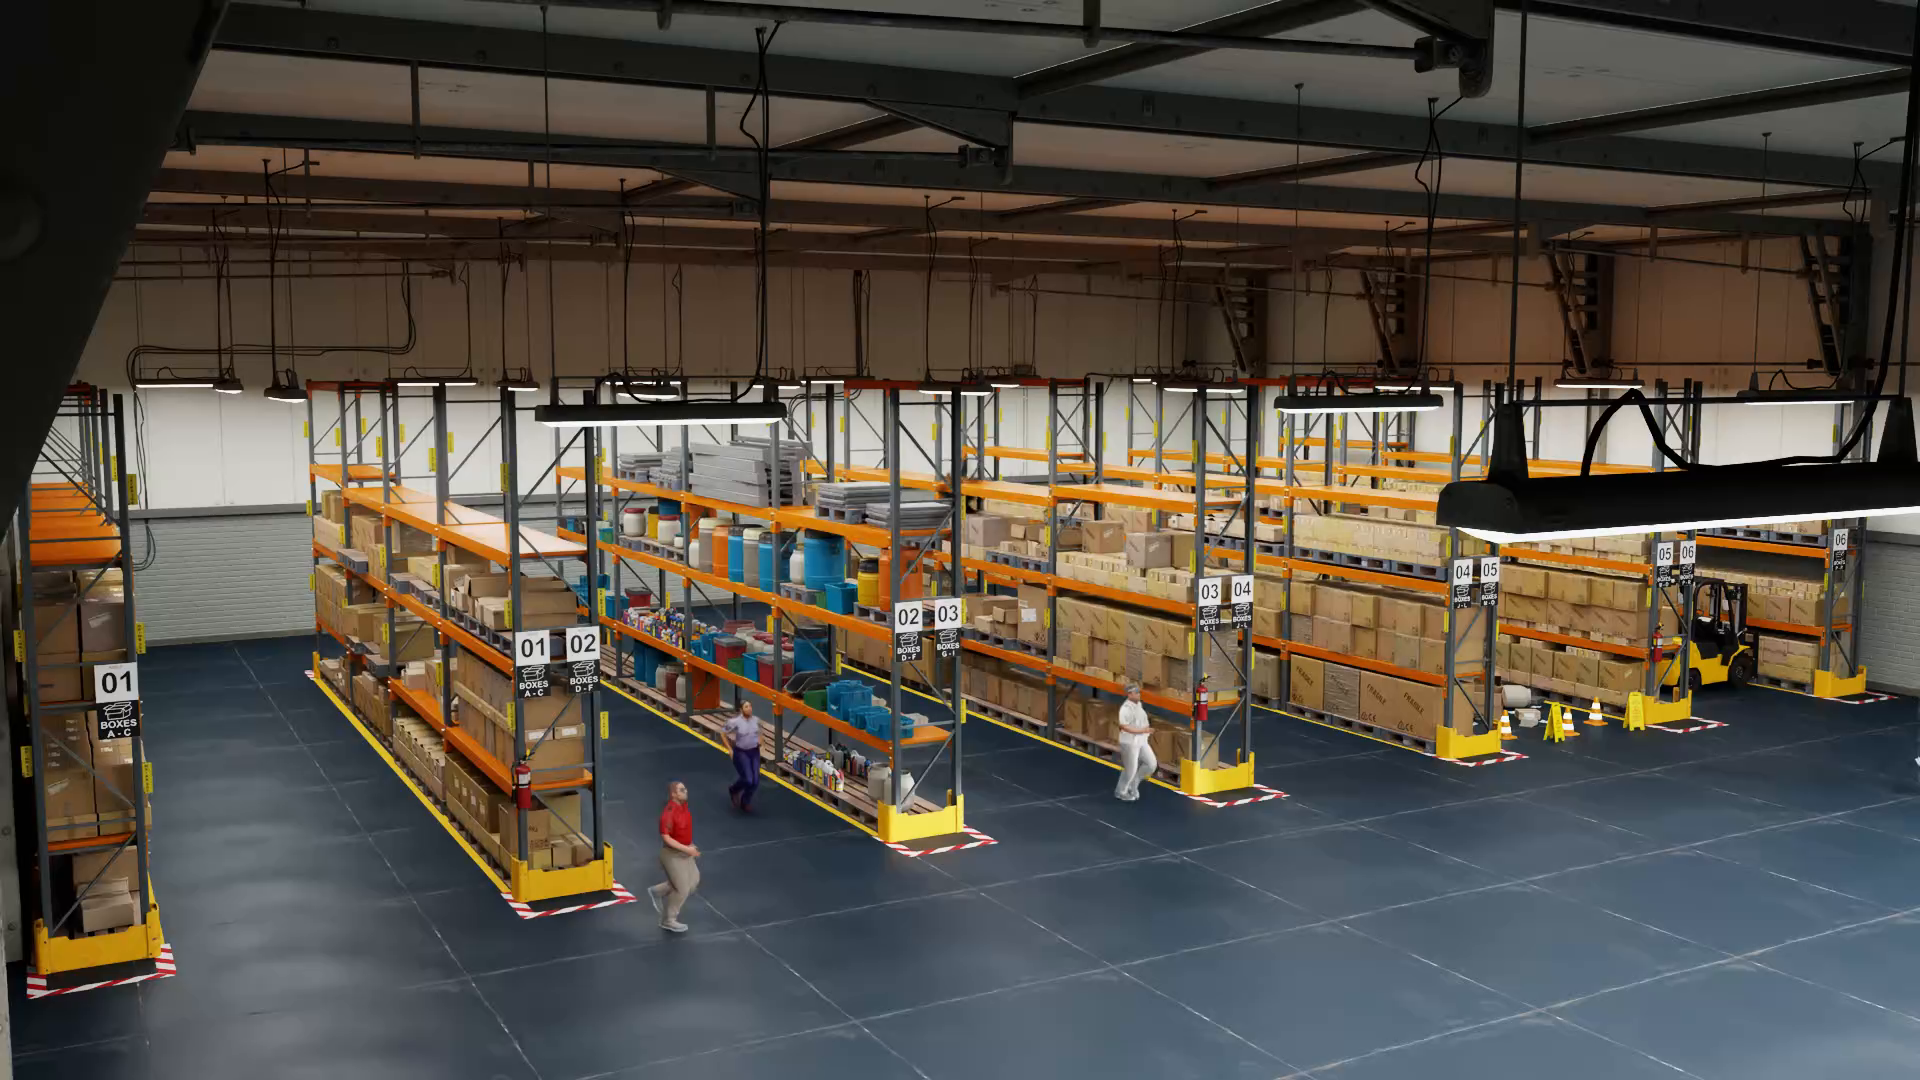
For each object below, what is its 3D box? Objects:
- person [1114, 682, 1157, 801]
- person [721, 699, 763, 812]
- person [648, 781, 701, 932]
[{"bbox_3d":[2.553,2.906,23.963,0.642,1.752,0.646,5,8,37],"label":"person"},{"bbox_3d":[-2.999,3.047,23.447,0.604,1.605,0.541,-5,8,-40],"label":"person"},{"bbox_3d":[-3.171,3.523,18.638,0.624,1.690,0.694,1,6,7],"label":"person"}]
